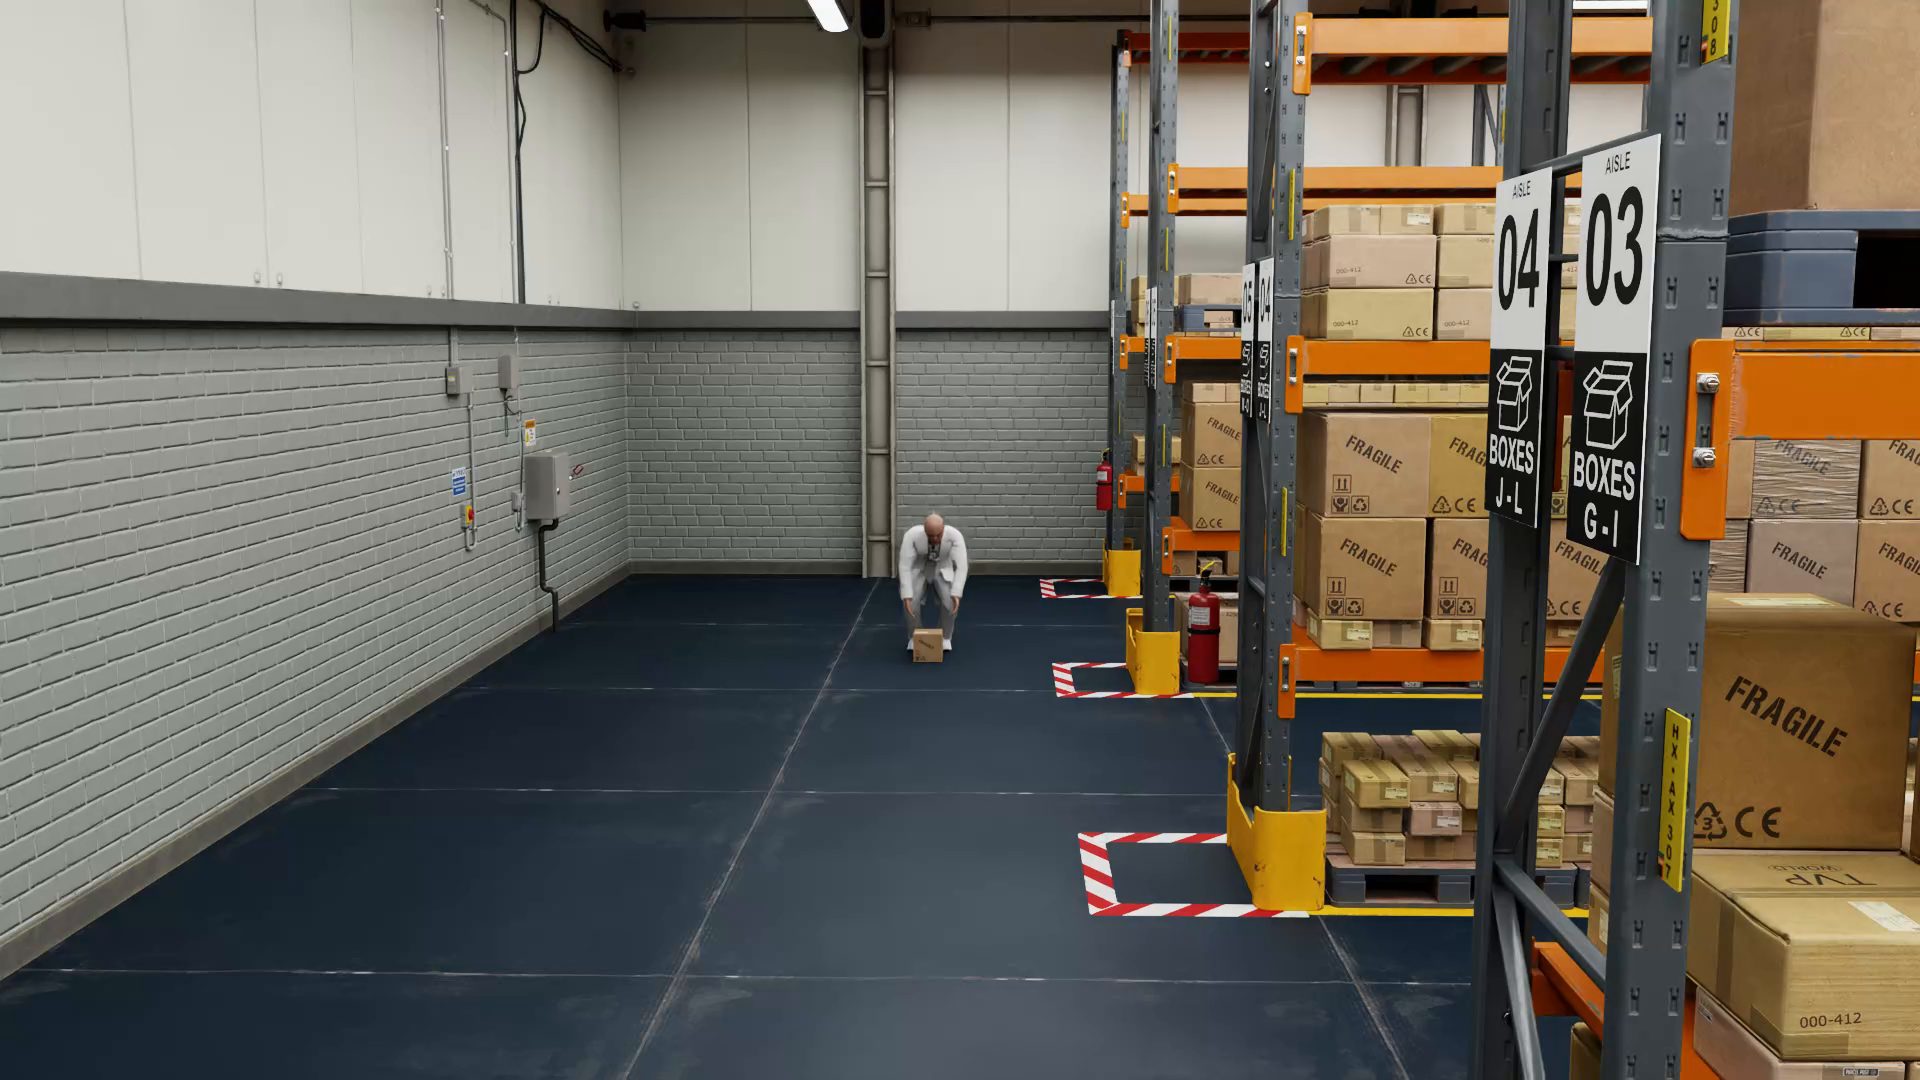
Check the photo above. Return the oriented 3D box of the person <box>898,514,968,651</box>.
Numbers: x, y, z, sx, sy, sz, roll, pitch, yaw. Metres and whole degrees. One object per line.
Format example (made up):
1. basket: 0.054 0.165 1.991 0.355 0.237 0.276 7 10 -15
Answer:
1. person: -0.242 0.372 14.954 0.632 1.256 0.793 0 7 1
